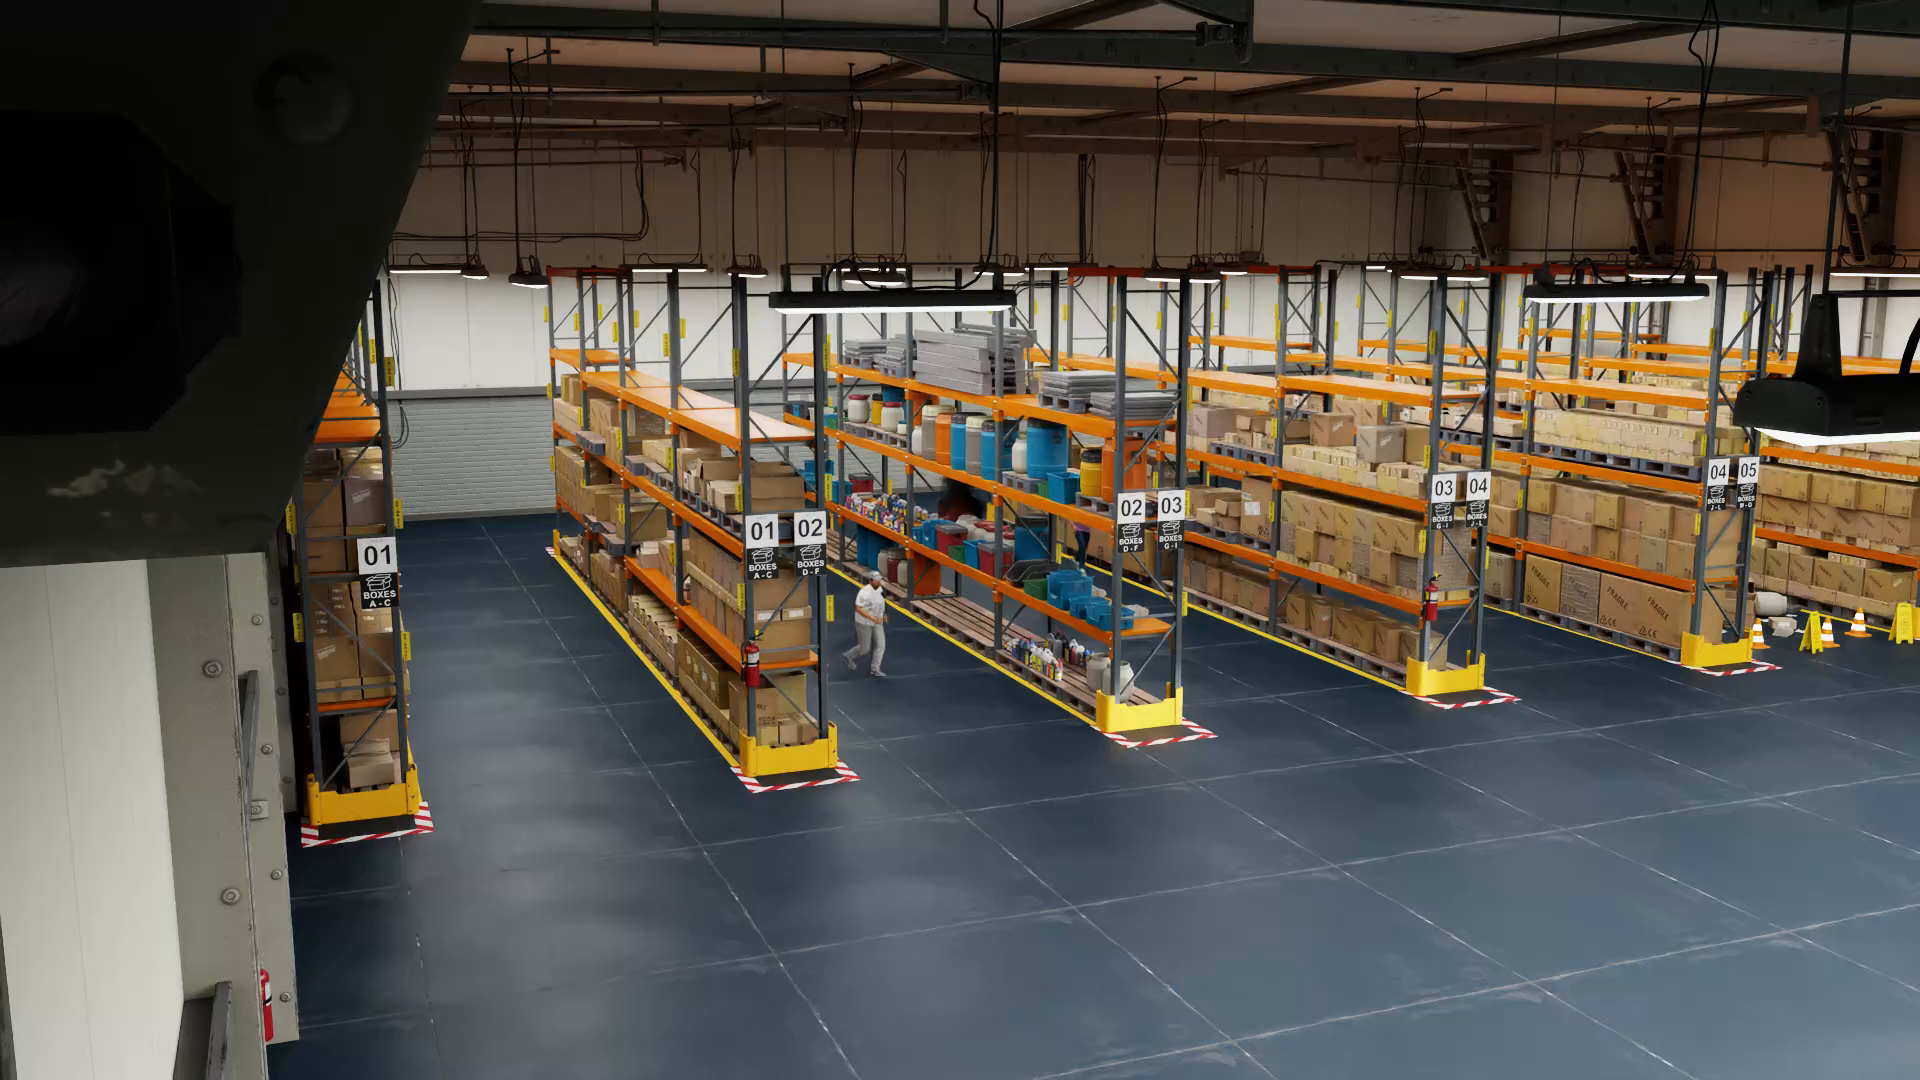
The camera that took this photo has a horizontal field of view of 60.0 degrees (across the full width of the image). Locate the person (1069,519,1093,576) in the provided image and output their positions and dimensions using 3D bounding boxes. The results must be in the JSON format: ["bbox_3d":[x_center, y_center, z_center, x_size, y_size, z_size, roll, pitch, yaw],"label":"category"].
[{"bbox_3d":[2.296,-0.168,31.468,0.535,1.603,0.678,-3,10,-17],"label":"person"}]

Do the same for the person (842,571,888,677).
[{"bbox_3d":[-1.424,1.236,24.957,0.771,1.624,0.605,8,13,40],"label":"person"}]
